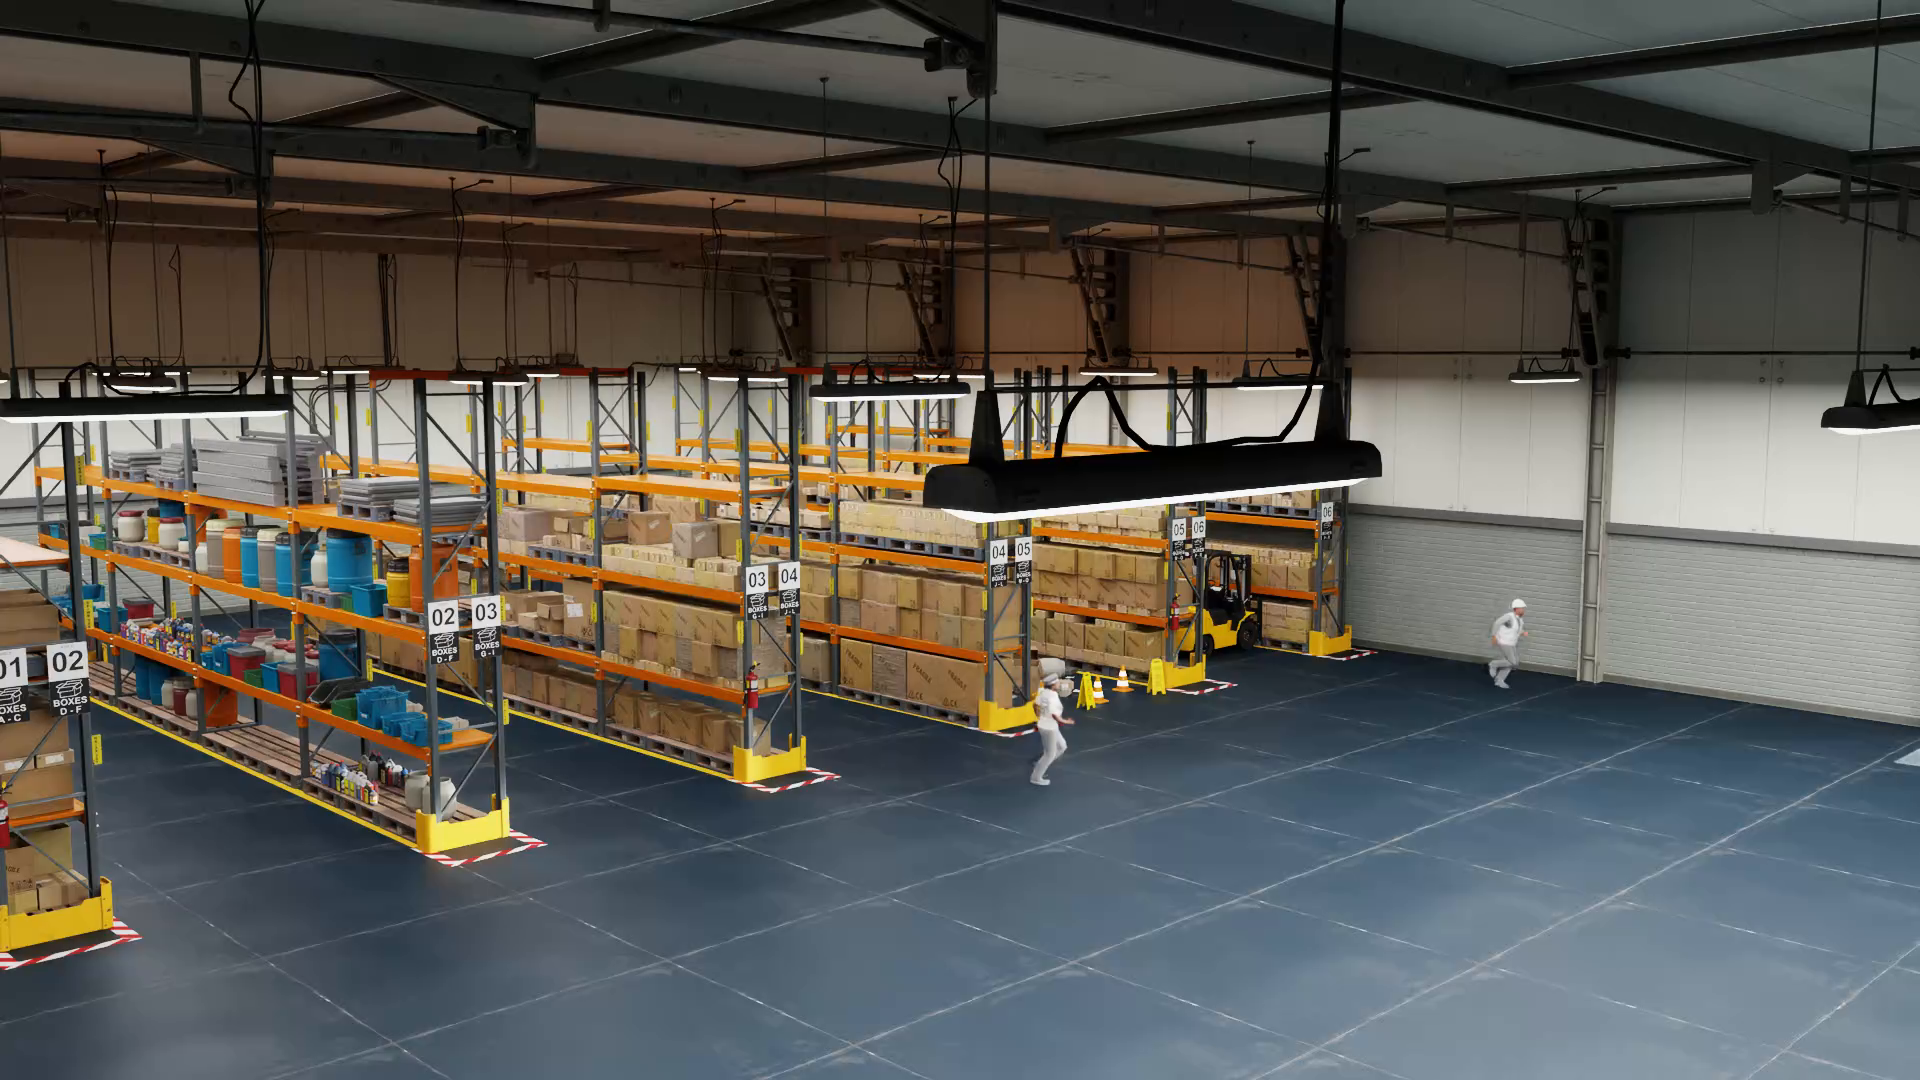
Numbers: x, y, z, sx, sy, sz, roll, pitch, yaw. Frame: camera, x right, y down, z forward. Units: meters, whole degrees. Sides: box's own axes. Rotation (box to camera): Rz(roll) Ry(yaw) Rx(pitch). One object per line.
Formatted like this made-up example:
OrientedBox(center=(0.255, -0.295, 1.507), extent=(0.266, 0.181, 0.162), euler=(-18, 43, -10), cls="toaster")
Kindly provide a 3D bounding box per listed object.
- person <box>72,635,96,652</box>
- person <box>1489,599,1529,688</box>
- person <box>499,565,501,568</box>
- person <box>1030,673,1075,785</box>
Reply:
OrientedBox(center=(-17.850, 1.726, 33.710), extent=(0.844, 1.661, 0.617), euler=(-4, 7, -30), cls="person")
OrientedBox(center=(10.385, 1.956, 31.441), extent=(0.726, 1.704, 0.648), euler=(6, 9, 41), cls="person")
OrientedBox(center=(-10.240, 1.336, 36.548), extent=(0.640, 1.703, 0.863), euler=(-6, 9, -42), cls="person")
OrientedBox(center=(1.351, 2.761, 24.395), extent=(0.663, 1.643, 0.551), euler=(-1, 7, -9), cls="person")
